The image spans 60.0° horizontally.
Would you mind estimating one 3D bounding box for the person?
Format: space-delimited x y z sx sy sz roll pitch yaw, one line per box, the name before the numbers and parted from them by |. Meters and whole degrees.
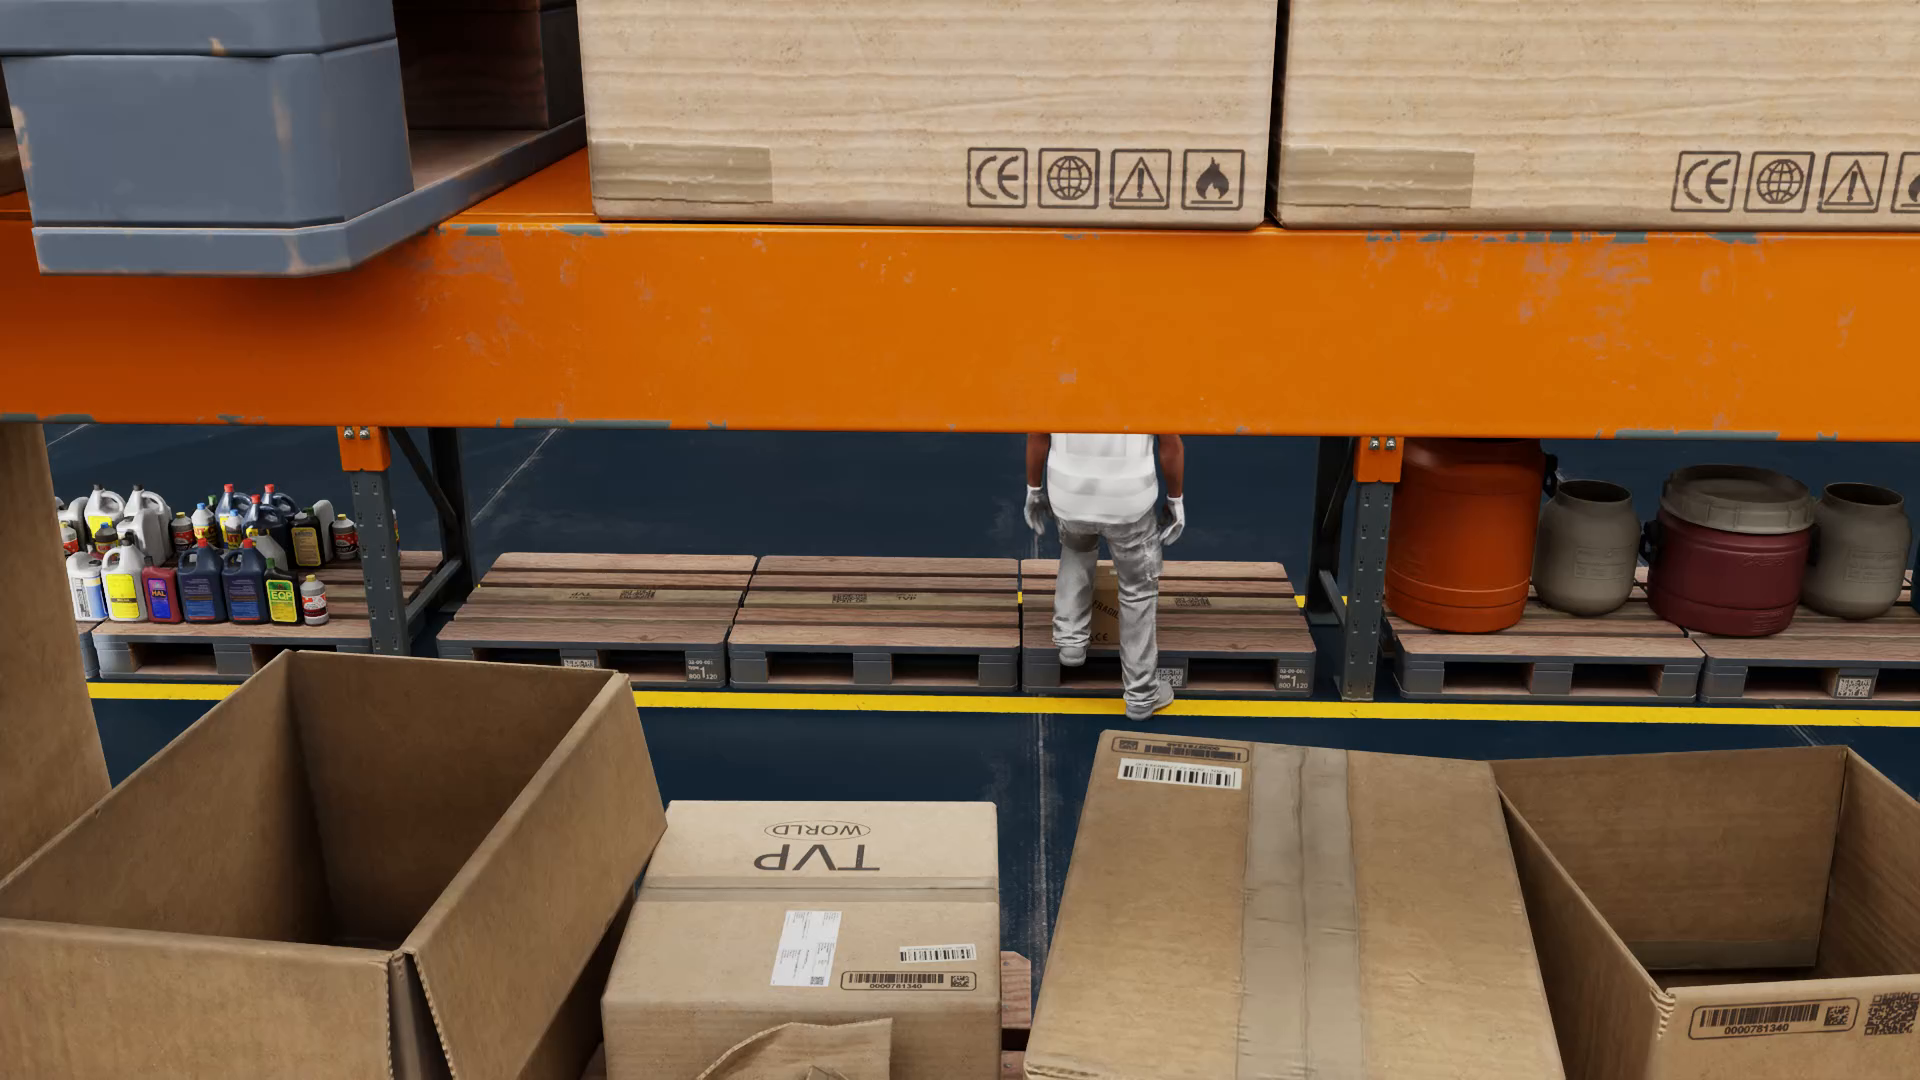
person | 0.582 -0.165 6.542 0.633 1.746 0.541 6 21 16
